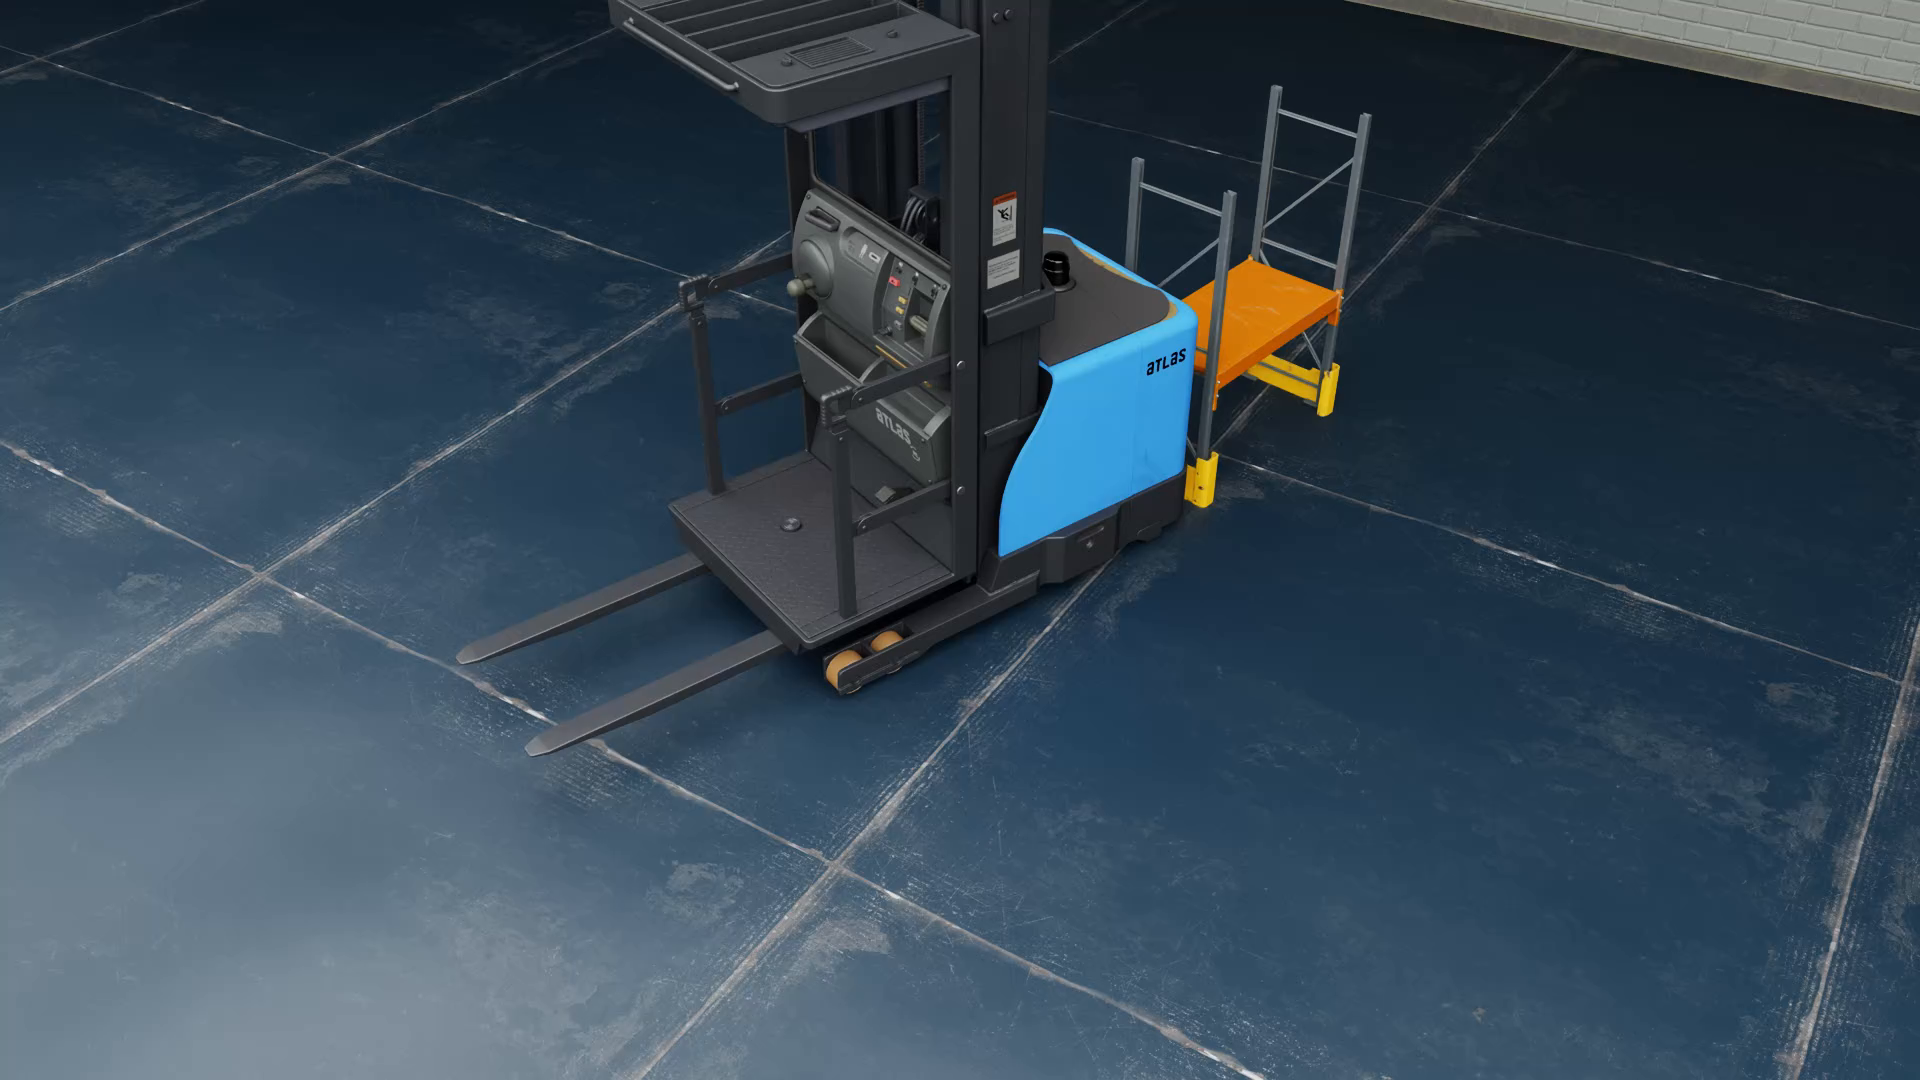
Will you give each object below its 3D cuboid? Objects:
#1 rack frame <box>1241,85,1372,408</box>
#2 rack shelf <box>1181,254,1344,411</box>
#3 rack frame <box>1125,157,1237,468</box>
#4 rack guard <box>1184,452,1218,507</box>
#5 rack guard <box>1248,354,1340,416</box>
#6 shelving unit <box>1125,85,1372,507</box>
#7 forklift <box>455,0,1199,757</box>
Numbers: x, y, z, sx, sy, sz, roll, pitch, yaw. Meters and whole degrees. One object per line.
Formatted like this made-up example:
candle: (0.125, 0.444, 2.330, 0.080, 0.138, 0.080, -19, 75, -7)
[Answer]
rack frame: (1.582, -1.333, 7.750, 0.500, 1.500, 0.032, 29, 46, 32)
rack shelf: (1.241, -0.960, 7.562, 0.538, 0.185, 1.000, 29, 46, 32)
rack frame: (0.900, -0.872, 7.153, 0.500, 1.500, 0.032, 29, 46, 32)
rack guard: (0.901, -0.378, 7.536, 0.587, 0.250, 0.087, 29, 46, 32)
rack guard: (1.569, -0.829, 8.120, 0.587, 0.250, 0.087, 29, 46, 32)
shelving unit: (1.235, -1.098, 7.446, 0.587, 1.500, 1.083, 29, 46, 32)
forklift: (-0.506, -0.931, 6.057, 3.031, 2.935, 1.130, -24, 44, -28)
